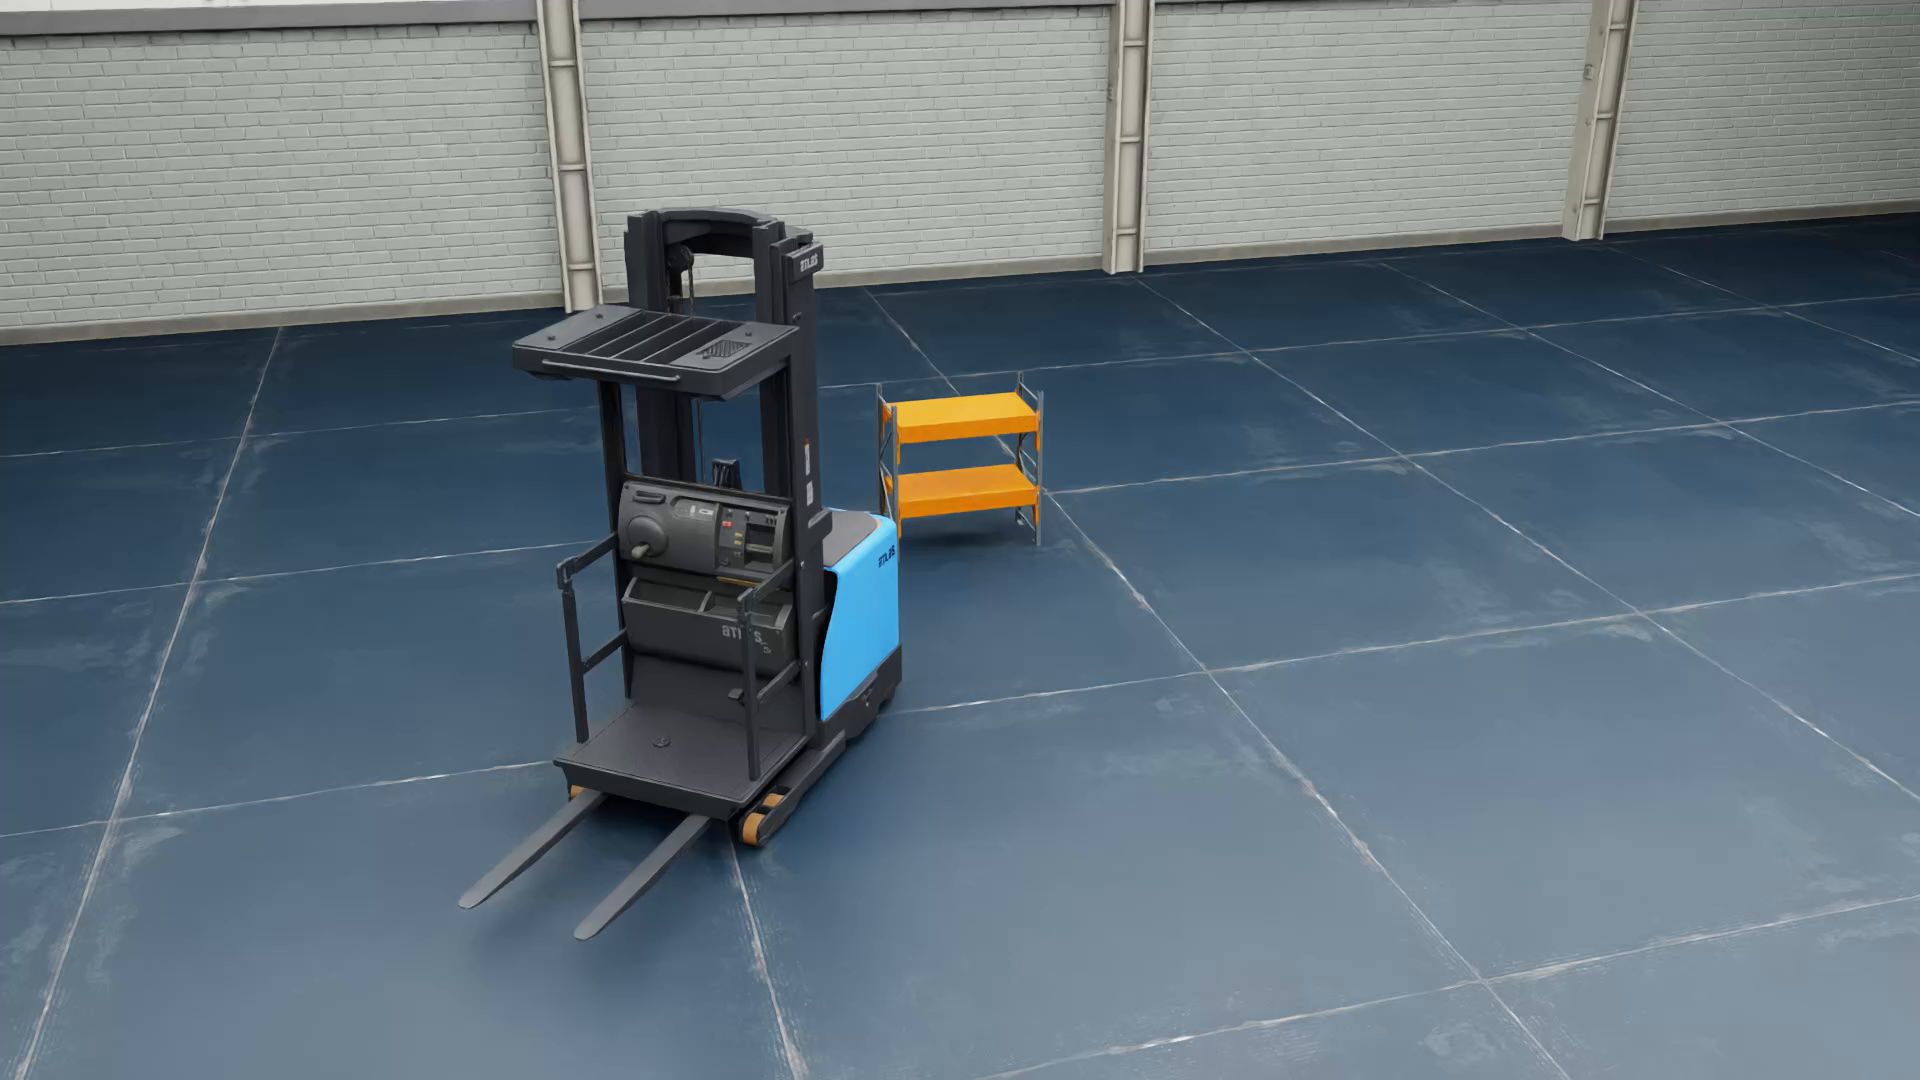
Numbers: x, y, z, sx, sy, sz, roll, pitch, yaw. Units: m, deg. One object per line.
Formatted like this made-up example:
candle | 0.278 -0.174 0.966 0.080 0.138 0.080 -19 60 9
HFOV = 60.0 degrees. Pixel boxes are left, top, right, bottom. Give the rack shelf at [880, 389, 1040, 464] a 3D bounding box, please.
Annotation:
rack shelf | -0.007 -0.785 11.411 1.000 0.278 0.538 -6 24 -14

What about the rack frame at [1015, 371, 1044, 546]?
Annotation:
rack frame | 0.483 -0.570 11.653 0.032 1.125 0.500 -6 24 -14

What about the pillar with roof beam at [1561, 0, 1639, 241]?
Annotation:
pillar with roof beam | 8.783 -6.210 14.810 0.400 9.000 9.100 -6 24 -14

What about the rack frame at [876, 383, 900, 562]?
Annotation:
rack frame | -0.496 -0.462 11.400 0.032 1.125 0.500 -6 24 -14

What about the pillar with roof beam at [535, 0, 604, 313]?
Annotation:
pillar with roof beam | -2.771 -4.932 11.831 0.400 9.000 9.100 -6 24 -14

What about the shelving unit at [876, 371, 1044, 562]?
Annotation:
shelving unit | -0.007 -0.516 11.527 1.048 1.125 0.538 -6 24 -14

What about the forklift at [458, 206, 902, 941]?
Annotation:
forklift | -1.360 -0.020 8.079 1.130 2.935 3.031 9 25 20

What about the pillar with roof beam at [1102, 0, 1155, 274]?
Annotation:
pillar with roof beam | 3.006 -5.571 13.321 0.400 9.000 9.100 -6 24 -14

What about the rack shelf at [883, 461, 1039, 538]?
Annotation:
rack shelf | -0.007 -0.292 11.623 1.000 0.278 0.538 -6 24 -14
